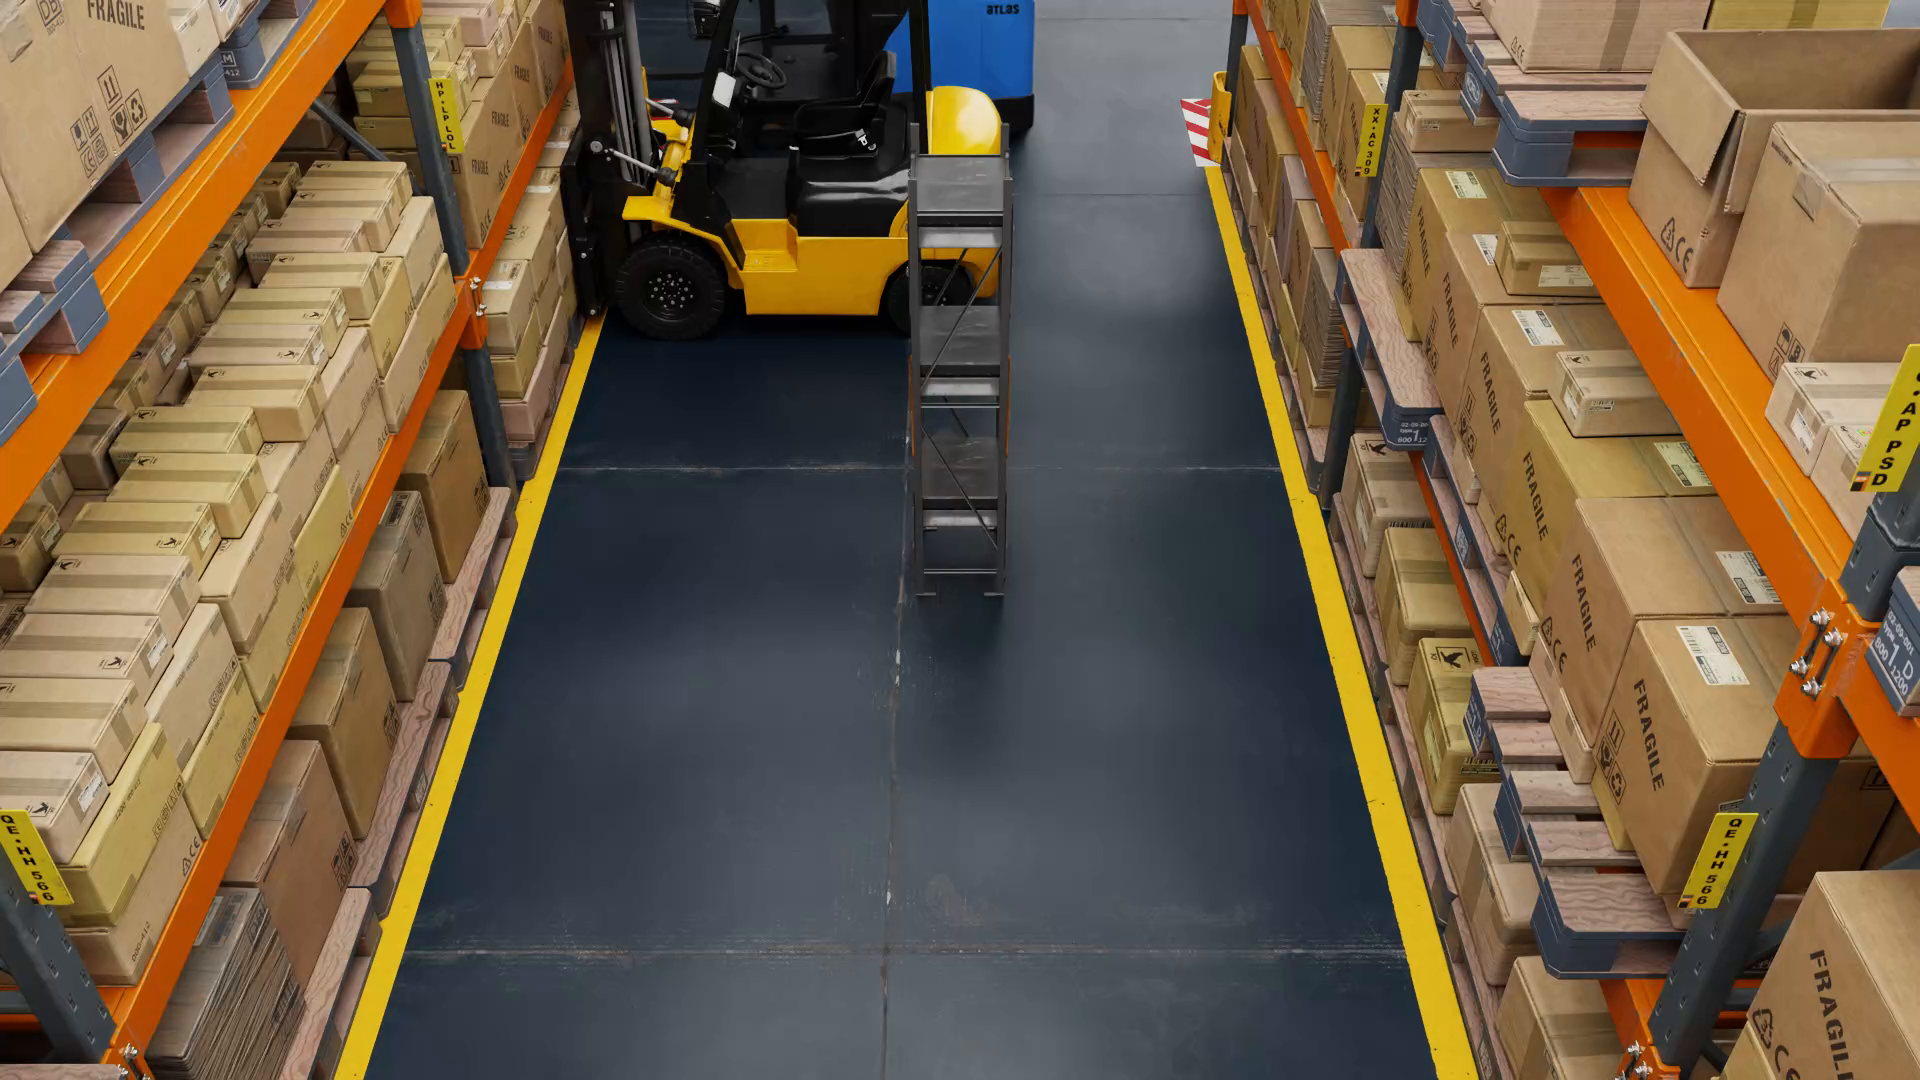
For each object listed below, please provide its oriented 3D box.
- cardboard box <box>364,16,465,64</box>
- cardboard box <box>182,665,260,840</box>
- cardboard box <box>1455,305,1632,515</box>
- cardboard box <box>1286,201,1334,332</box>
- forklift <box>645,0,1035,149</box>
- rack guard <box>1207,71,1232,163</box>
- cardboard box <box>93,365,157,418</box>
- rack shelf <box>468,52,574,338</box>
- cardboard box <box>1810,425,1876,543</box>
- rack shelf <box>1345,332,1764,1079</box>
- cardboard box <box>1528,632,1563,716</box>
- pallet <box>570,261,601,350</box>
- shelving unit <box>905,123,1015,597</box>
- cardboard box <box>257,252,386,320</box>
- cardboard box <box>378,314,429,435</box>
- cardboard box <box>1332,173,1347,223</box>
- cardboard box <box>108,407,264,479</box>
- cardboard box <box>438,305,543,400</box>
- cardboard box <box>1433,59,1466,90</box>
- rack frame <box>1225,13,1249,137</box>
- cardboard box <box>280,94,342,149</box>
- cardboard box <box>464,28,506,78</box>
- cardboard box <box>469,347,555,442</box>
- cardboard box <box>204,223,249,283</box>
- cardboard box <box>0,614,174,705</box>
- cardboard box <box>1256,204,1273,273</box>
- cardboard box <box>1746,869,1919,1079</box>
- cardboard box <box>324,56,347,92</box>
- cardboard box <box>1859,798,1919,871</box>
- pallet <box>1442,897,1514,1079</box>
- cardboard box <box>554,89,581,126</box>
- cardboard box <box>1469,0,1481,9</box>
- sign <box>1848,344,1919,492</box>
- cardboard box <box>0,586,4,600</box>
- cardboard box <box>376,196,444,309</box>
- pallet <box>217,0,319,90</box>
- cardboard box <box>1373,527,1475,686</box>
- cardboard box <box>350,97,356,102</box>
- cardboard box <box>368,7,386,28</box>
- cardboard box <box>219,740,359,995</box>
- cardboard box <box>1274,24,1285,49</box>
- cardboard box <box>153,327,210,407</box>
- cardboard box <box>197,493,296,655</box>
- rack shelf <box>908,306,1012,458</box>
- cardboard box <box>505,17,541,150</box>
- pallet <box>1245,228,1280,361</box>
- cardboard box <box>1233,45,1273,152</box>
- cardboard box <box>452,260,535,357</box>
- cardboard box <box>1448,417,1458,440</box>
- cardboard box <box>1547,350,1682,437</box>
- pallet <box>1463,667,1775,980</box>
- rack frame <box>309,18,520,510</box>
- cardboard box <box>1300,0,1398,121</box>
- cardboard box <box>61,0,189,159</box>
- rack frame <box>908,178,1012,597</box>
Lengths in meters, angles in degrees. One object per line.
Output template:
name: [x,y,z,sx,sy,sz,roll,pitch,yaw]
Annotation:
cardboard box: [-2.491,-2.273,7.597,0.380,0.149,0.250,-1,39,-1]
cardboard box: [-2.434,0.625,4.936,0.500,0.250,0.500,-1,39,-1]
cardboard box: [1.990,-0.430,5.480,0.500,0.500,0.500,-2,39,-2]
cardboard box: [2.005,-1.420,8.632,0.500,0.500,0.500,1,39,1]
forklift: [-1.038,-4.146,10.825,3.031,2.935,1.130,-3,39,-3]
rack guard: [2.272,-2.827,11.123,1.175,0.500,0.348,0,39,0]
cardboard box: [-2.946,-0.461,5.574,0.380,0.149,0.250,0,39,0]
rack shelf: [-2.689,-2.312,9.058,1.077,0.370,4.000,0,39,0]
cardboard box: [2.071,-0.116,3.544,0.380,0.149,0.250,0,39,0]
rack shelf: [2.279,0.183,5.944,1.077,0.370,4.000,0,39,0]
cardboard box: [1.936,0.400,4.963,0.380,0.149,0.250,-2,39,-2]
pallet: [-2.650,-1.517,9.719,1.003,0.211,1.213,0,39,0]
shelving unit: [0.000,-0.716,7.210,0.431,2.100,0.503,0,39,0]
cardboard box: [-2.366,-0.942,6.174,0.380,0.149,0.250,-1,39,-1]
cardboard box: [-2.419,-0.655,6.534,0.500,0.250,0.500,0,39,0]
cardboard box: [1.964,-1.607,7.803,0.380,0.149,0.250,1,39,1]
cardboard box: [-2.497,-0.302,5.376,0.380,0.149,0.250,0,39,0]
cardboard box: [-2.379,-0.931,8.222,0.500,0.250,0.500,0,39,0]
cardboard box: [2.493,-2.169,7.186,0.700,0.500,0.500,0,39,-1]
rack frame: [2.272,-3.850,10.401,1.000,3.000,0.127,0,39,0]
cardboard box: [-2.944,-1.835,7.289,0.380,0.149,0.250,0,39,0]
cardboard box: [-2.380,-2.313,7.885,0.380,0.149,0.250,1,39,1]
cardboard box: [-2.356,-0.736,8.378,0.500,0.250,0.500,0,39,0]
cardboard box: [-2.954,-1.091,6.359,0.380,0.149,0.250,0,39,0]
cardboard box: [-2.416,0.340,4.574,0.380,0.149,0.250,1,39,1]
cardboard box: [2.003,-1.776,9.675,0.500,0.250,0.500,2,39,3]
cardboard box: [2.037,1.032,3.429,0.500,0.500,0.500,-1,39,-2]
cardboard box: [-2.948,-2.107,7.390,0.380,0.149,0.250,-1,39,-1]
cardboard box: [2.512,0.553,4.254,0.500,0.500,0.500,-1,39,-1]
pallet: [2.282,1.753,5.640,1.003,0.211,1.213,0,39,0]
cardboard box: [-2.362,-2.402,9.658,0.500,0.250,0.500,0,39,1]
cardboard box: [1.878,-1.941,5.405,0.500,0.250,0.500,-1,39,-1]
sign: [1.739,-0.220,3.059,0.100,0.325,0.005,0,39,0]
cardboard box: [-3.007,0.185,4.768,0.380,0.149,0.250,-1,39,-1]
cardboard box: [-2.431,-1.172,6.780,0.500,0.250,0.500,-1,39,-1]
pallet: [-2.673,-1.887,5.706,0.805,0.209,1.217,-1,39,-2]
cardboard box: [2.284,0.291,7.000,0.950,0.372,0.625,2,39,3]
cardboard box: [-2.955,-1.974,7.980,0.500,0.500,0.500,0,39,1]
cardboard box: [-2.917,-2.475,8.087,0.380,0.149,0.250,1,39,1]
cardboard box: [-2.678,1.123,5.759,0.875,0.625,0.625,1,39,1]
cardboard box: [1.987,-2.895,9.410,0.380,0.149,0.250,1,39,1]
cardboard box: [-2.963,-0.526,5.974,0.500,0.250,0.500,-1,39,-1]
cardboard box: [-2.421,0.104,5.187,0.500,0.250,0.500,-1,39,-1]
rack shelf: [0.000,-0.705,7.218,0.431,0.518,0.480,0,39,0]
cardboard box: [-2.445,-2.301,8.389,0.500,0.500,0.500,0,39,0]
pallet: [2.236,-1.445,9.630,1.003,0.211,1.213,0,39,0]
cardboard box: [1.997,-2.714,10.247,0.500,0.500,0.500,-1,39,-2]
cardboard box: [-2.374,-1.126,8.066,0.500,0.250,0.500,-1,39,-1]
cardboard box: [1.986,-0.419,5.985,0.380,0.149,0.250,0,39,0]
cardboard box: [1.997,-0.442,4.976,0.380,0.149,0.250,-2,39,-2]
pallet: [2.174,0.782,4.774,1.213,0.211,1.003,0,39,0]
rack frame: [-2.687,-1.342,7.272,1.000,3.000,0.127,0,39,0]
cardboard box: [2.015,-2.427,8.308,0.500,0.500,0.500,1,39,1]
cardboard box: [-2.441,-1.343,4.379,0.500,0.500,0.500,1,39,1]
rack frame: [0.000,-0.563,7.019,0.400,2.100,0.015,0,39,0]
